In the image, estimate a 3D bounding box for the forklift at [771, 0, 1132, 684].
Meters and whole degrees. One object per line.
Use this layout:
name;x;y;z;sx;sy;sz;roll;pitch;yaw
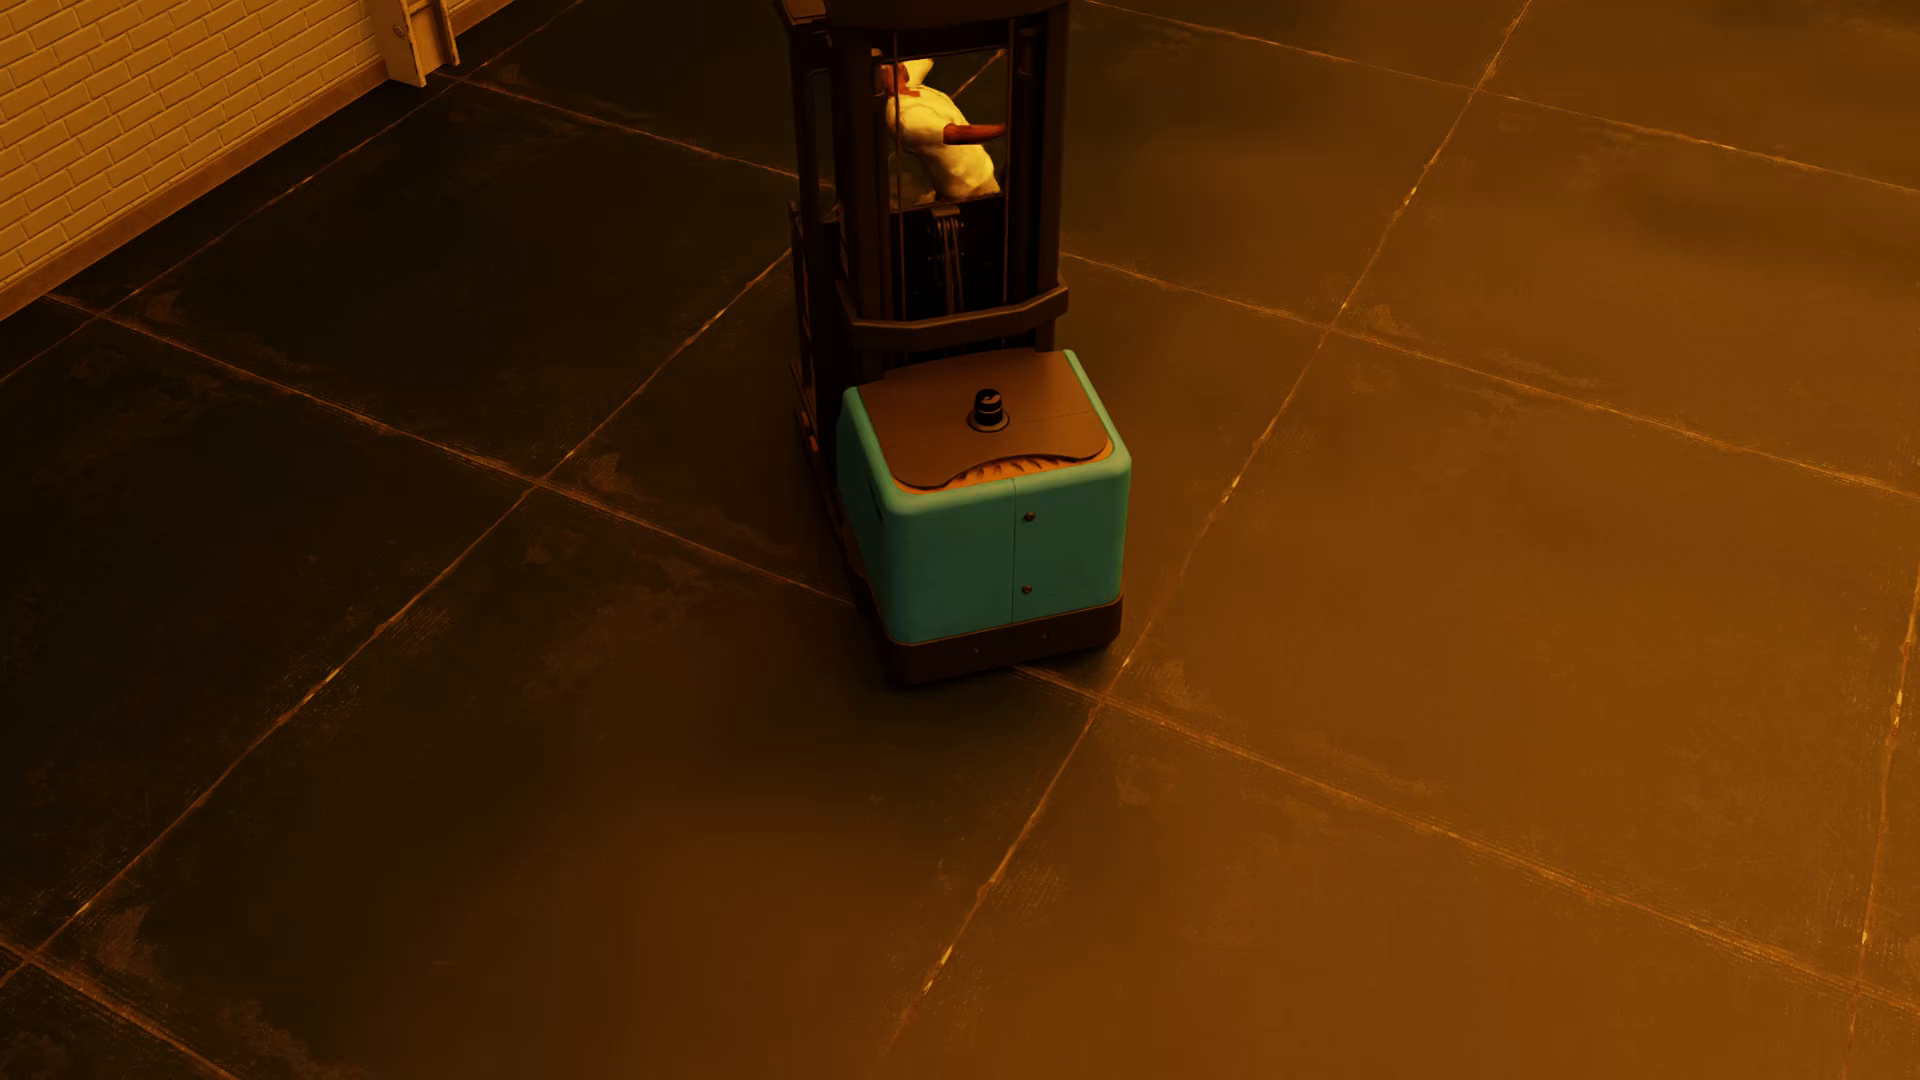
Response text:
forklift;-0.192;-1.483;7.228;1.130;2.935;3.031;-11;44;-11

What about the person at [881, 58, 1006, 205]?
person;-0.042;-1.829;8.437;0.710;1.576;1.100;-18;46;-19
